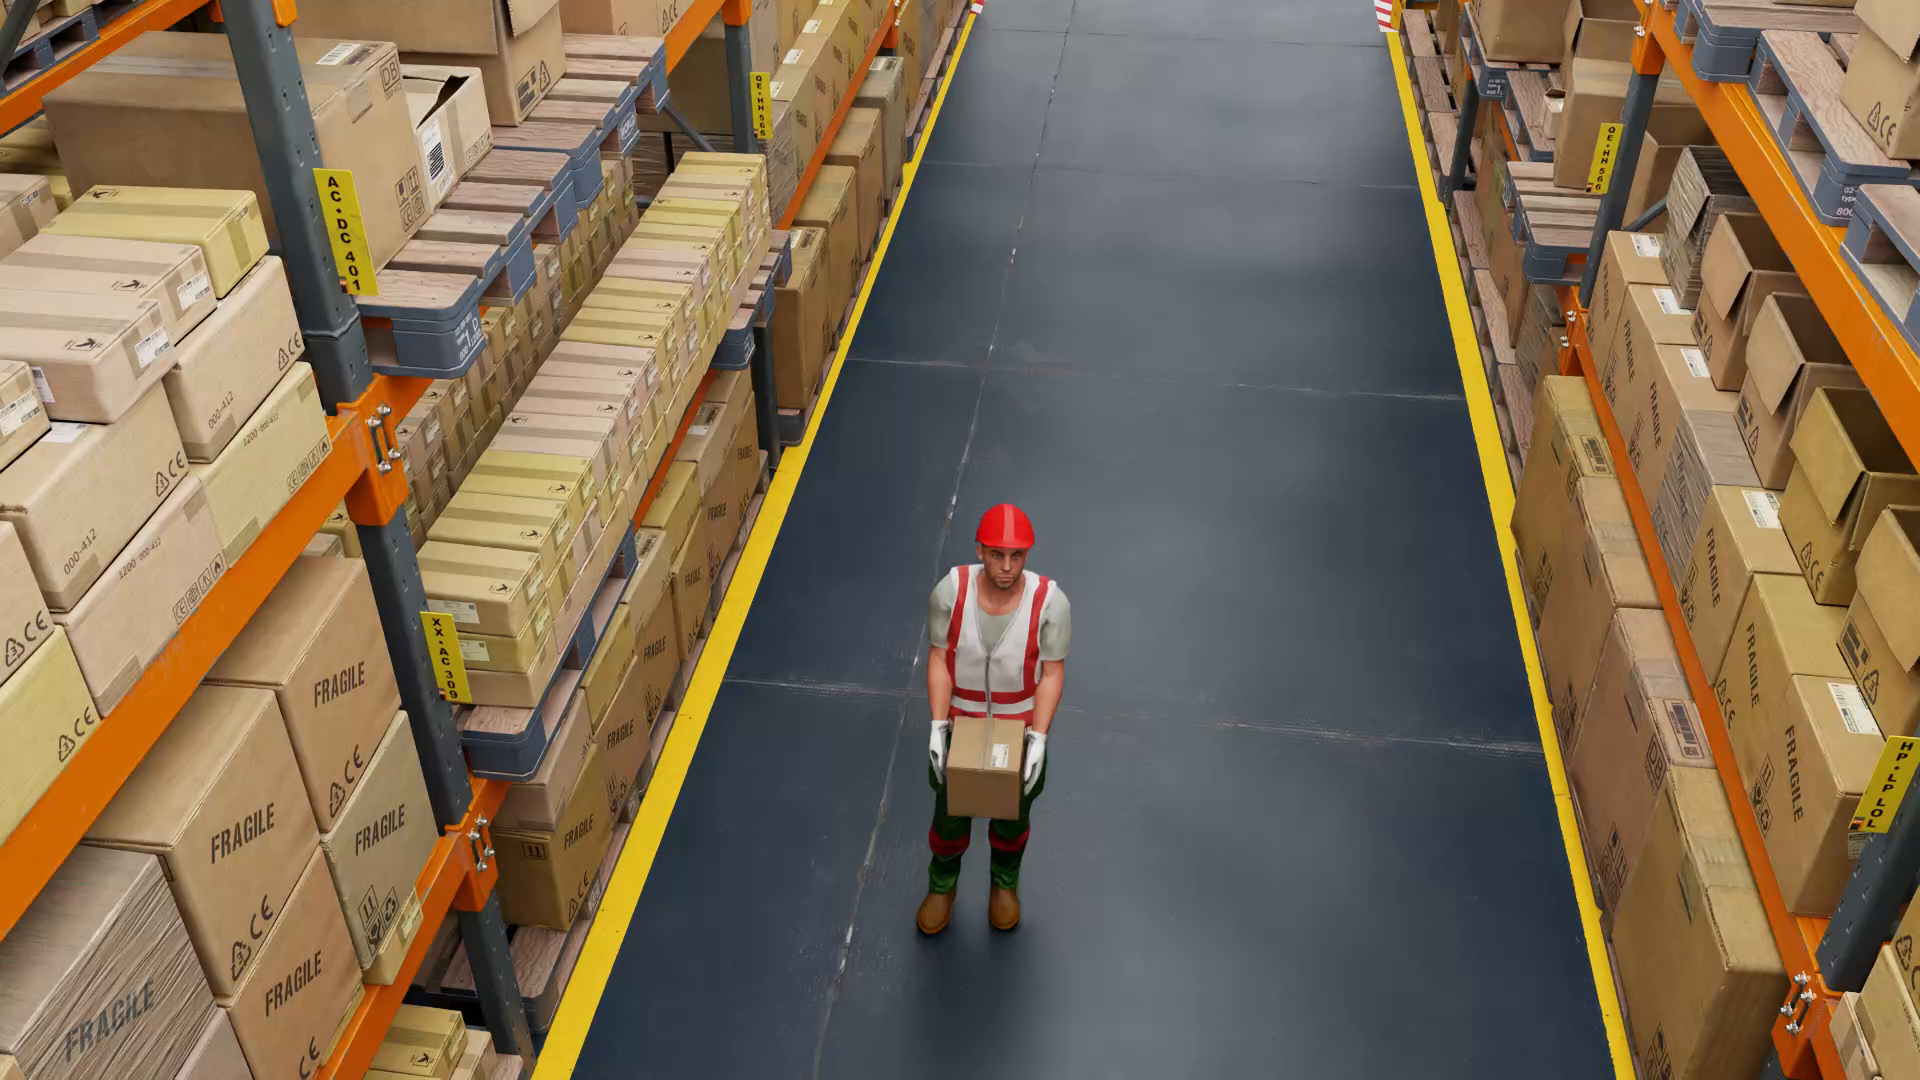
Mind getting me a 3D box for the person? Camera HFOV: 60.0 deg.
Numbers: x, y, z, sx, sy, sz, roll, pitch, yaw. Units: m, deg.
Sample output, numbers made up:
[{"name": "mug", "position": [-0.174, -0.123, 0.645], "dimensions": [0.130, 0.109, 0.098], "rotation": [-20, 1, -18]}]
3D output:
[{"name": "person", "position": [0.115, 0.697, 6.051], "dimensions": [0.539, 1.793, 0.513], "rotation": [5, 36, 6]}]
